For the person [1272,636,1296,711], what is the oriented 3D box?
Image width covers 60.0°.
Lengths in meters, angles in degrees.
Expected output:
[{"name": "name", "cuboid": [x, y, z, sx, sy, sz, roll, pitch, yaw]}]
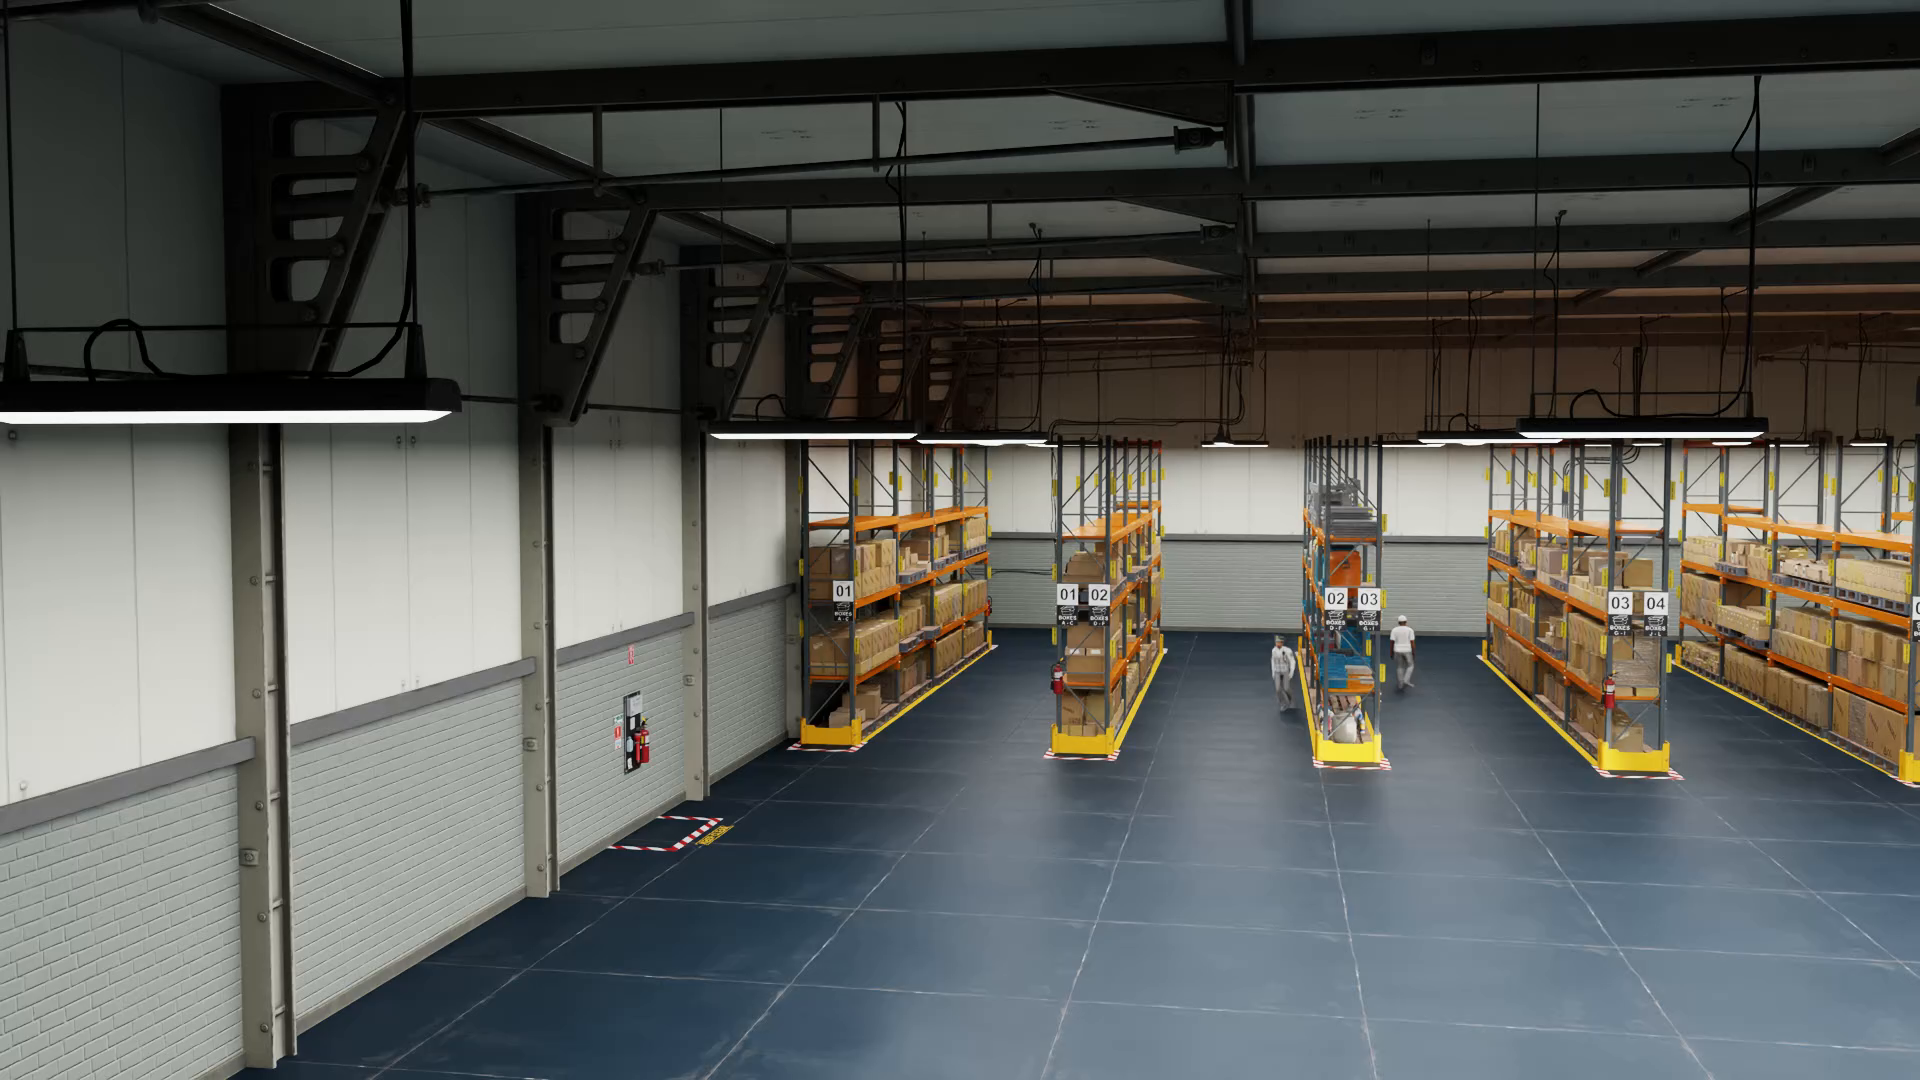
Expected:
[{"name": "person", "cuboid": [7.127, 2.921, 36.622, 0.566, 1.659, 0.480, 2, 4, 35]}]

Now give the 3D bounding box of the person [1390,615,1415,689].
[{"name": "person", "cuboid": [10.615, 2.690, 39.887, 0.596, 1.767, 0.539, 1, 3, 22]}]
